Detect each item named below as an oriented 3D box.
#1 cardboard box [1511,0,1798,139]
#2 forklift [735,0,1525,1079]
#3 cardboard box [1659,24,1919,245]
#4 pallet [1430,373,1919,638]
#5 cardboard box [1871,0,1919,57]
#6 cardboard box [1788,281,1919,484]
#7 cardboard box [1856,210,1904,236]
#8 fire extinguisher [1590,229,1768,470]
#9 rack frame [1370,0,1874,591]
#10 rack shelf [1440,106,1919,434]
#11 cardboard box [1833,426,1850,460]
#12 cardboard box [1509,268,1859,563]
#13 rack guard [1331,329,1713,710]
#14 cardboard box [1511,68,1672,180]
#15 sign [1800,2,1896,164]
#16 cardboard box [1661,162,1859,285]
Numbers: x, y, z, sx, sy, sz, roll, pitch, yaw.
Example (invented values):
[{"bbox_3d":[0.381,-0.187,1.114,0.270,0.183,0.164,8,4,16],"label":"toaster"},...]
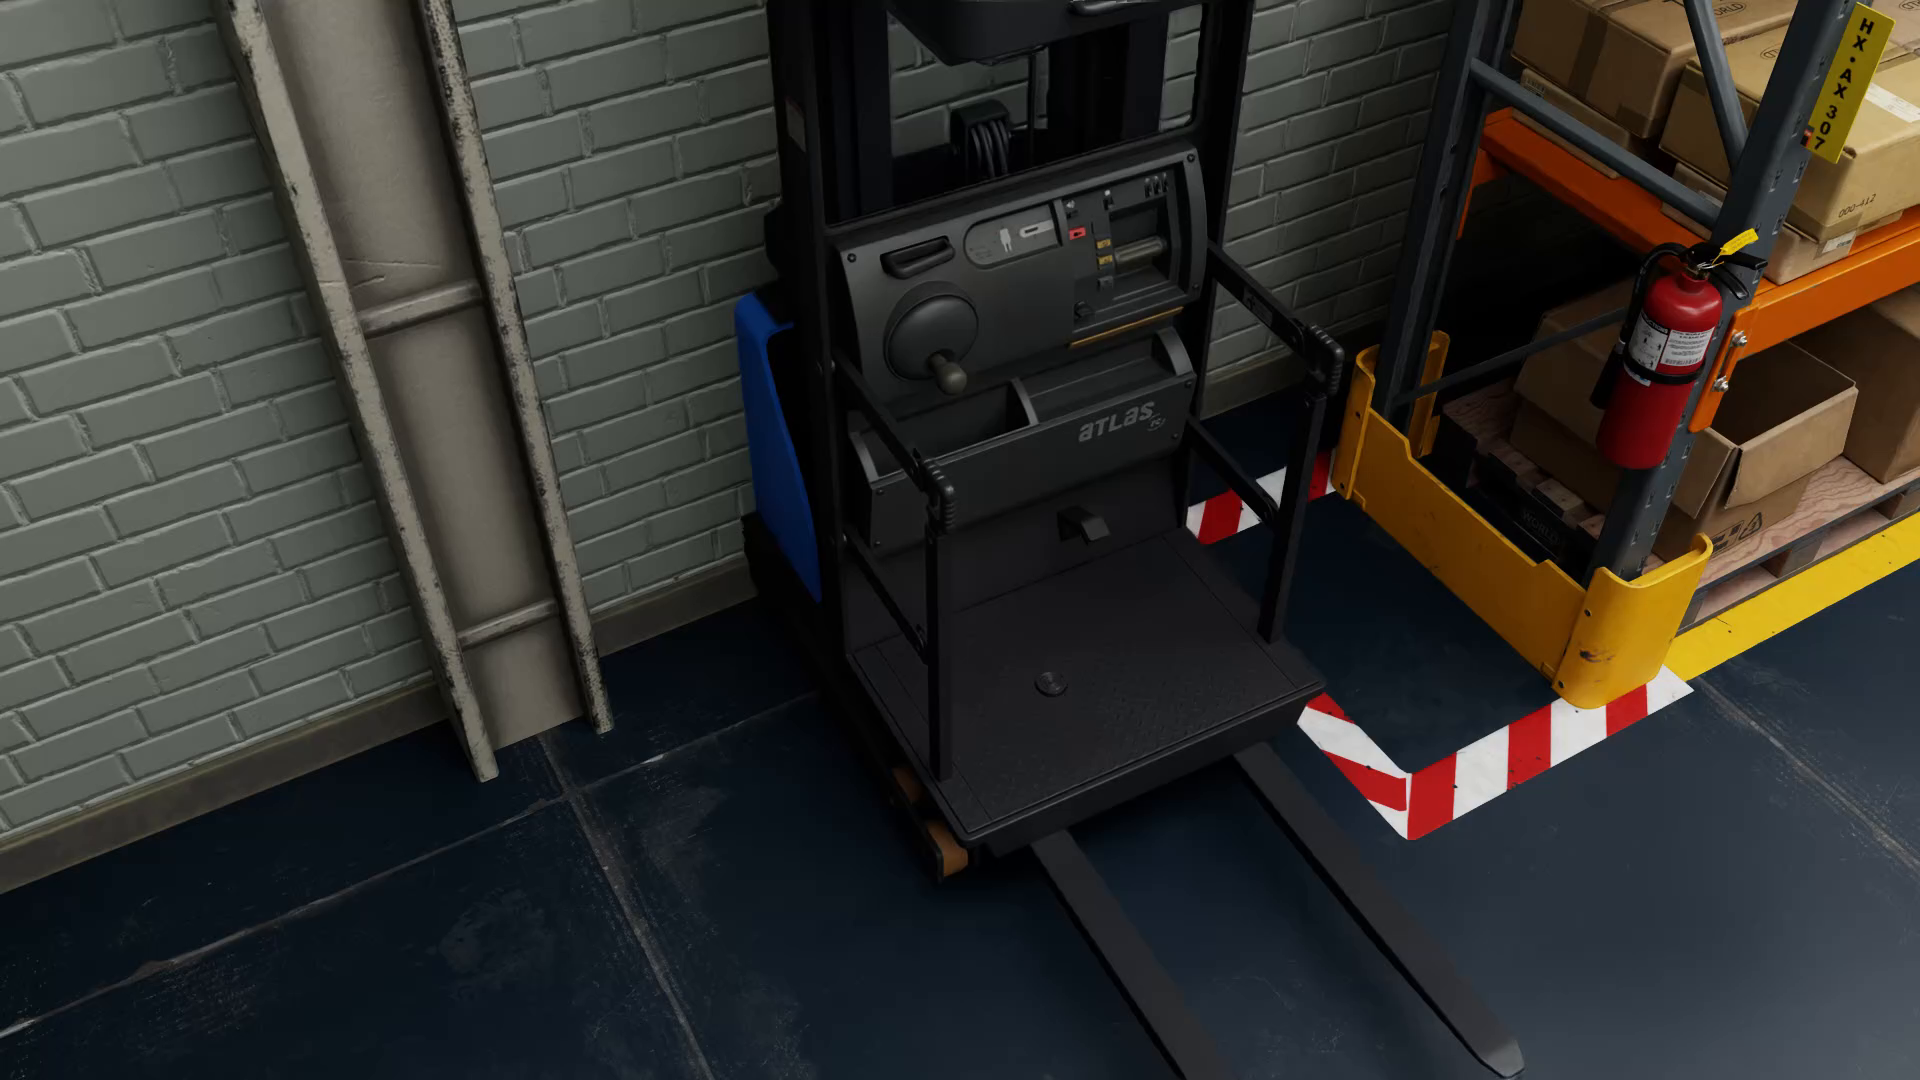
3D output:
[{"bbox_3d":[1.831,-1.334,4.365,0.500,0.250,0.500,-20,48,-20],"label":"cardboard box"},{"bbox_3d":[0.266,-0.538,3.699,1.130,2.935,3.031,-20,48,-20],"label":"forklift"},{"bbox_3d":[2.092,-1.009,4.030,0.500,0.250,0.500,-22,48,-21],"label":"cardboard box"},{"bbox_3d":[2.321,-0.264,5.371,1.213,0.211,1.003,-22,48,-21],"label":"pallet"},{"bbox_3d":[2.529,-1.184,4.210,0.500,0.250,0.500,-21,48,-21],"label":"cardboard box"},{"bbox_3d":[2.902,-0.643,5.252,0.500,0.500,0.700,-20,48,-19],"label":"cardboard box"},{"bbox_3d":[2.183,-0.936,4.241,0.250,0.149,0.380,-21,48,-20],"label":"cardboard box"},{"bbox_3d":[1.667,-0.470,3.903,0.183,0.674,0.296,-22,48,-21],"label":"fire extinguisher"},{"bbox_3d":[1.564,-0.961,4.087,0.127,3.000,1.000,-22,48,-21],"label":"rack frame"},{"bbox_3d":[3.298,-1.397,5.052,4.000,0.370,1.077,-22,48,-21],"label":"rack shelf"},{"bbox_3d":[2.529,-0.368,5.221,0.250,0.149,0.380,-24,49,-22],"label":"cardboard box"},{"bbox_3d":[2.142,-0.371,4.970,0.637,0.503,0.797,-24,49,-22],"label":"cardboard box"},{"bbox_3d":[1.630,-0.091,4.985,0.348,0.500,1.175,-22,48,-21],"label":"rack guard"},{"bbox_3d":[1.718,-1.148,4.460,0.250,0.149,0.380,-22,48,-21],"label":"cardboard box"},{"bbox_3d":[1.834,-0.944,3.448,0.005,0.325,0.100,-22,48,-21],"label":"sign"},{"bbox_3d":[1.986,-0.820,4.121,0.250,0.149,0.380,-22,48,-21],"label":"cardboard box"}]
